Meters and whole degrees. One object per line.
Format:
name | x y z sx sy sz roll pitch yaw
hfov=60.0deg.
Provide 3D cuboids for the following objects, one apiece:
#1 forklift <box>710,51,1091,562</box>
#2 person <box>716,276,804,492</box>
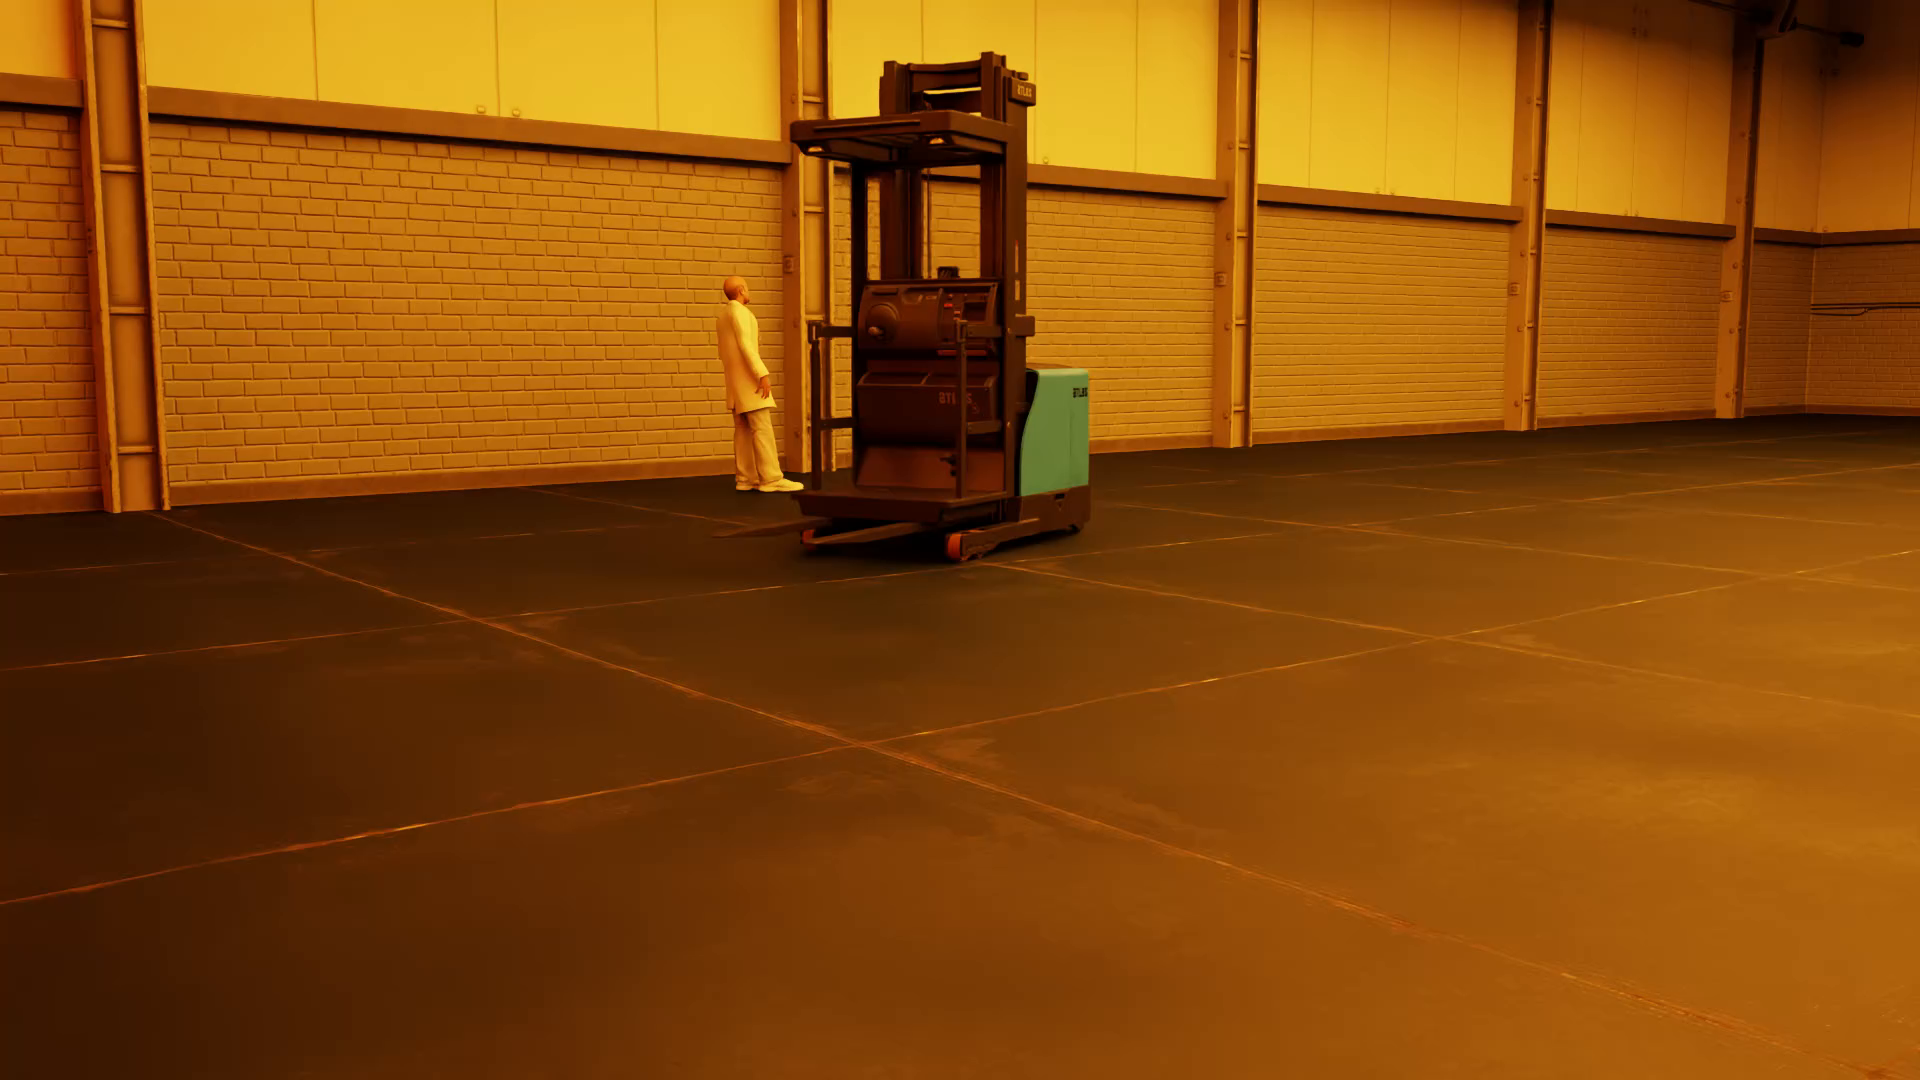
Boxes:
forklift | -0.297 -1.392 9.799 1.130 2.935 3.031 4 8 29
person | -1.692 -1.301 13.841 0.583 1.776 0.695 -4 8 -28
